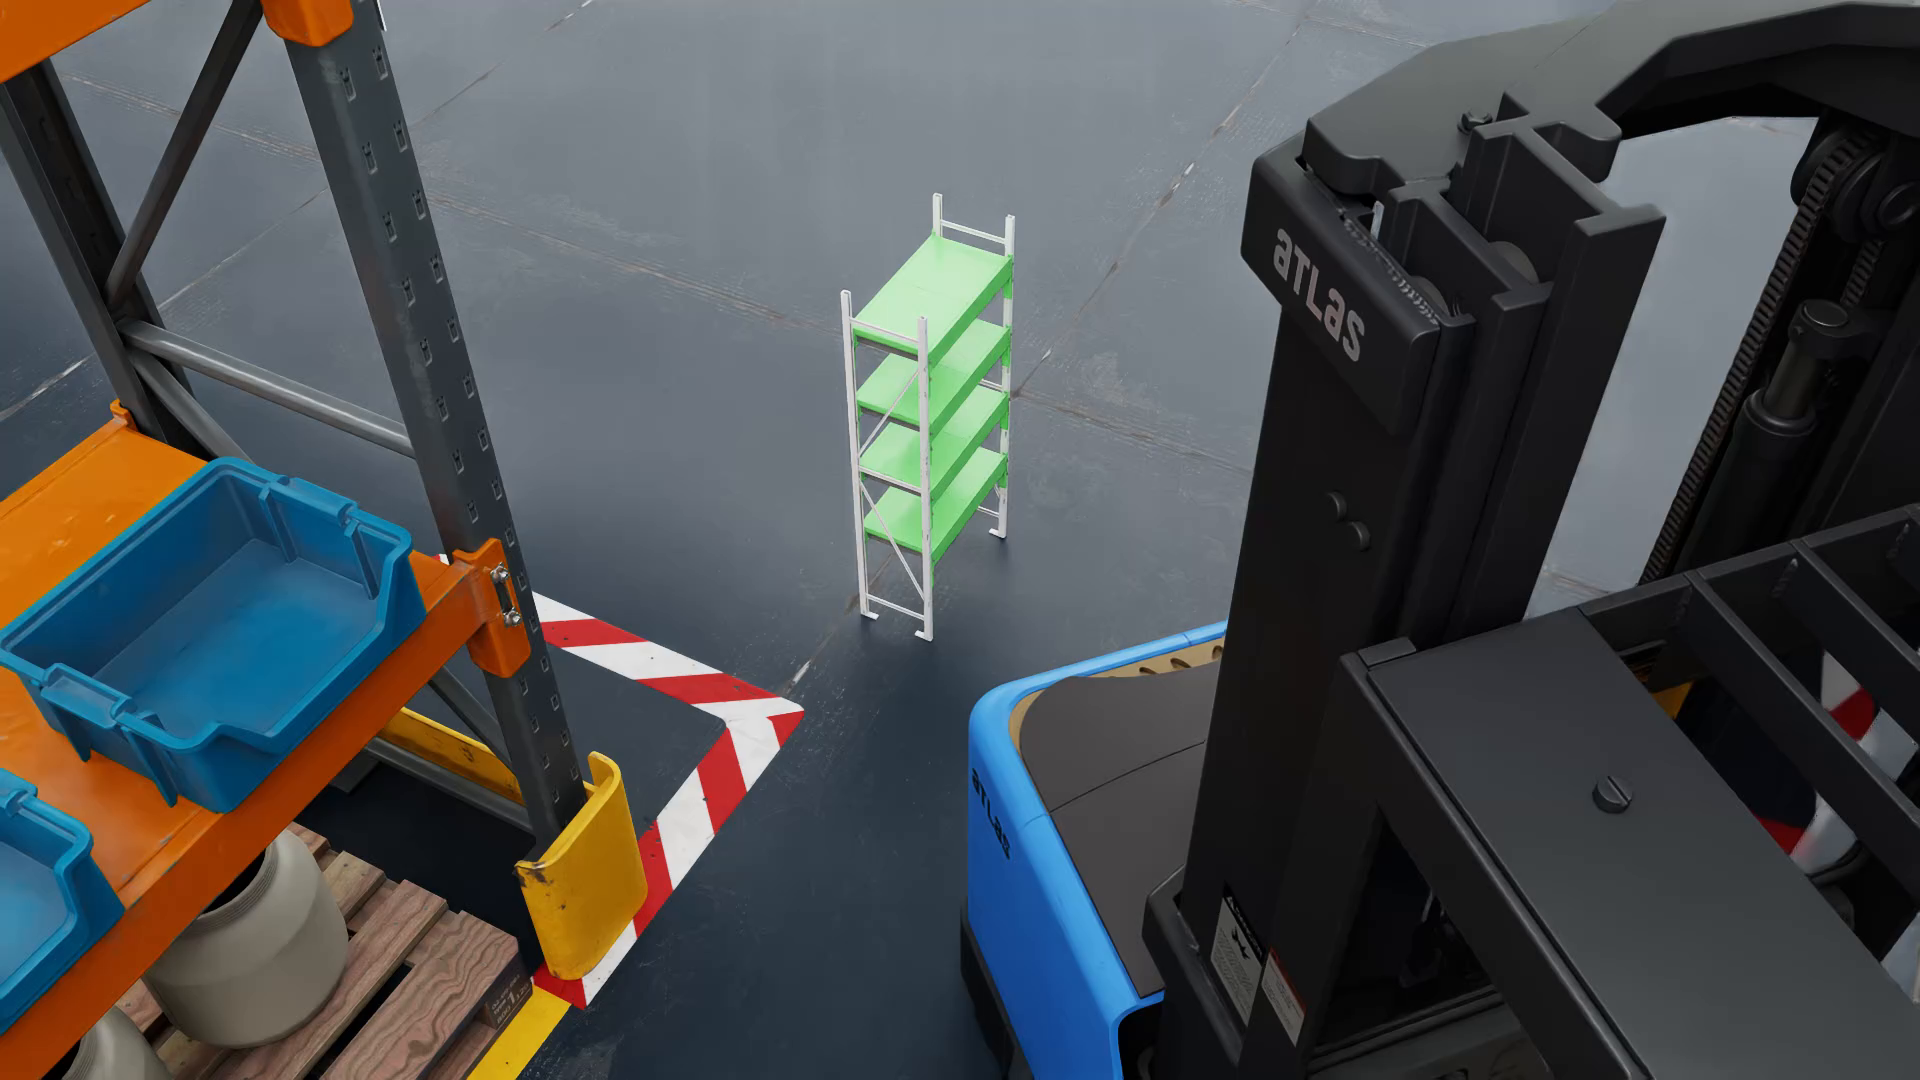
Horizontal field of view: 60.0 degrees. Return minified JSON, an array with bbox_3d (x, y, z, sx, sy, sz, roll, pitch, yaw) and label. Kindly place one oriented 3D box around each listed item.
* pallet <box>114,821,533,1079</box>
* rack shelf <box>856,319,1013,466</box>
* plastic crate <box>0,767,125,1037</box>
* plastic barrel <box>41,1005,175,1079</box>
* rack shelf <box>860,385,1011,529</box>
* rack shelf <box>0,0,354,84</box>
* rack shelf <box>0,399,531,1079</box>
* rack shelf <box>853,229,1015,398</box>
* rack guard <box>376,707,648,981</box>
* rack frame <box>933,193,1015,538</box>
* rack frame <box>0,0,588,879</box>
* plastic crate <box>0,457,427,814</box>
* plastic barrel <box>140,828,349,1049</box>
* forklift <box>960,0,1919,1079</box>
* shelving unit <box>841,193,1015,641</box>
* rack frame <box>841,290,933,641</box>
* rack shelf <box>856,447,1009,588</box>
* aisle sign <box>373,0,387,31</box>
[{"bbox_3d":[-1.771,1.253,3.863,1.003,0.211,1.213,20,49,19],"label":"pallet"},{"bbox_3d":[-0.077,-0.441,4.595,0.258,0.148,0.480,20,49,19],"label":"rack shelf"},{"bbox_3d":[-1.669,0.573,2.679,0.499,0.251,0.408,20,49,19],"label":"plastic crate"},{"bbox_3d":[-1.866,1.182,3.427,0.421,0.512,0.421,0,45,0],"label":"plastic barrel"},{"bbox_3d":[-0.077,-0.273,4.766,0.258,0.148,0.480,20,49,19],"label":"rack shelf"},{"bbox_3d":[-2.323,0.158,1.382,1.077,0.370,4.000,20,49,19],"label":"rack shelf"},{"bbox_3d":[-2.323,1.212,2.448,1.077,0.370,4.000,20,49,19],"label":"rack shelf"},{"bbox_3d":[-0.077,-0.610,4.424,0.258,0.148,0.480,20,49,19],"label":"rack shelf"},{"bbox_3d":[-1.389,0.642,4.264,1.175,0.500,0.348,20,49,19],"label":"rack guard"},{"bbox_3d":[0.036,-0.471,4.872,0.240,1.200,0.015,20,49,19],"label":"rack frame"},{"bbox_3d":[-1.395,-0.300,3.438,1.000,3.000,0.127,20,49,19],"label":"rack frame"},{"bbox_3d":[-1.362,0.166,3.081,0.499,0.251,0.616,20,49,19],"label":"plastic crate"},{"bbox_3d":[-1.633,0.866,3.739,0.421,0.512,0.421,0,45,0],"label":"plastic barrel"},{"bbox_3d":[0.987,0.907,2.293,1.130,2.935,3.031,-15,47,-14],"label":"forklift"},{"bbox_3d":[-0.077,-0.317,4.720,0.258,1.200,0.503,20,49,19],"label":"shelving unit"},{"bbox_3d":[-0.190,-0.164,4.568,0.240,1.200,0.015,20,49,19],"label":"rack frame"},{"bbox_3d":[-0.077,-0.104,4.936,0.258,0.148,0.480,20,49,19],"label":"rack shelf"},{"bbox_3d":[-1.099,-1.161,2.461,0.394,0.787,0.004,20,49,19],"label":"aisle sign"}]
